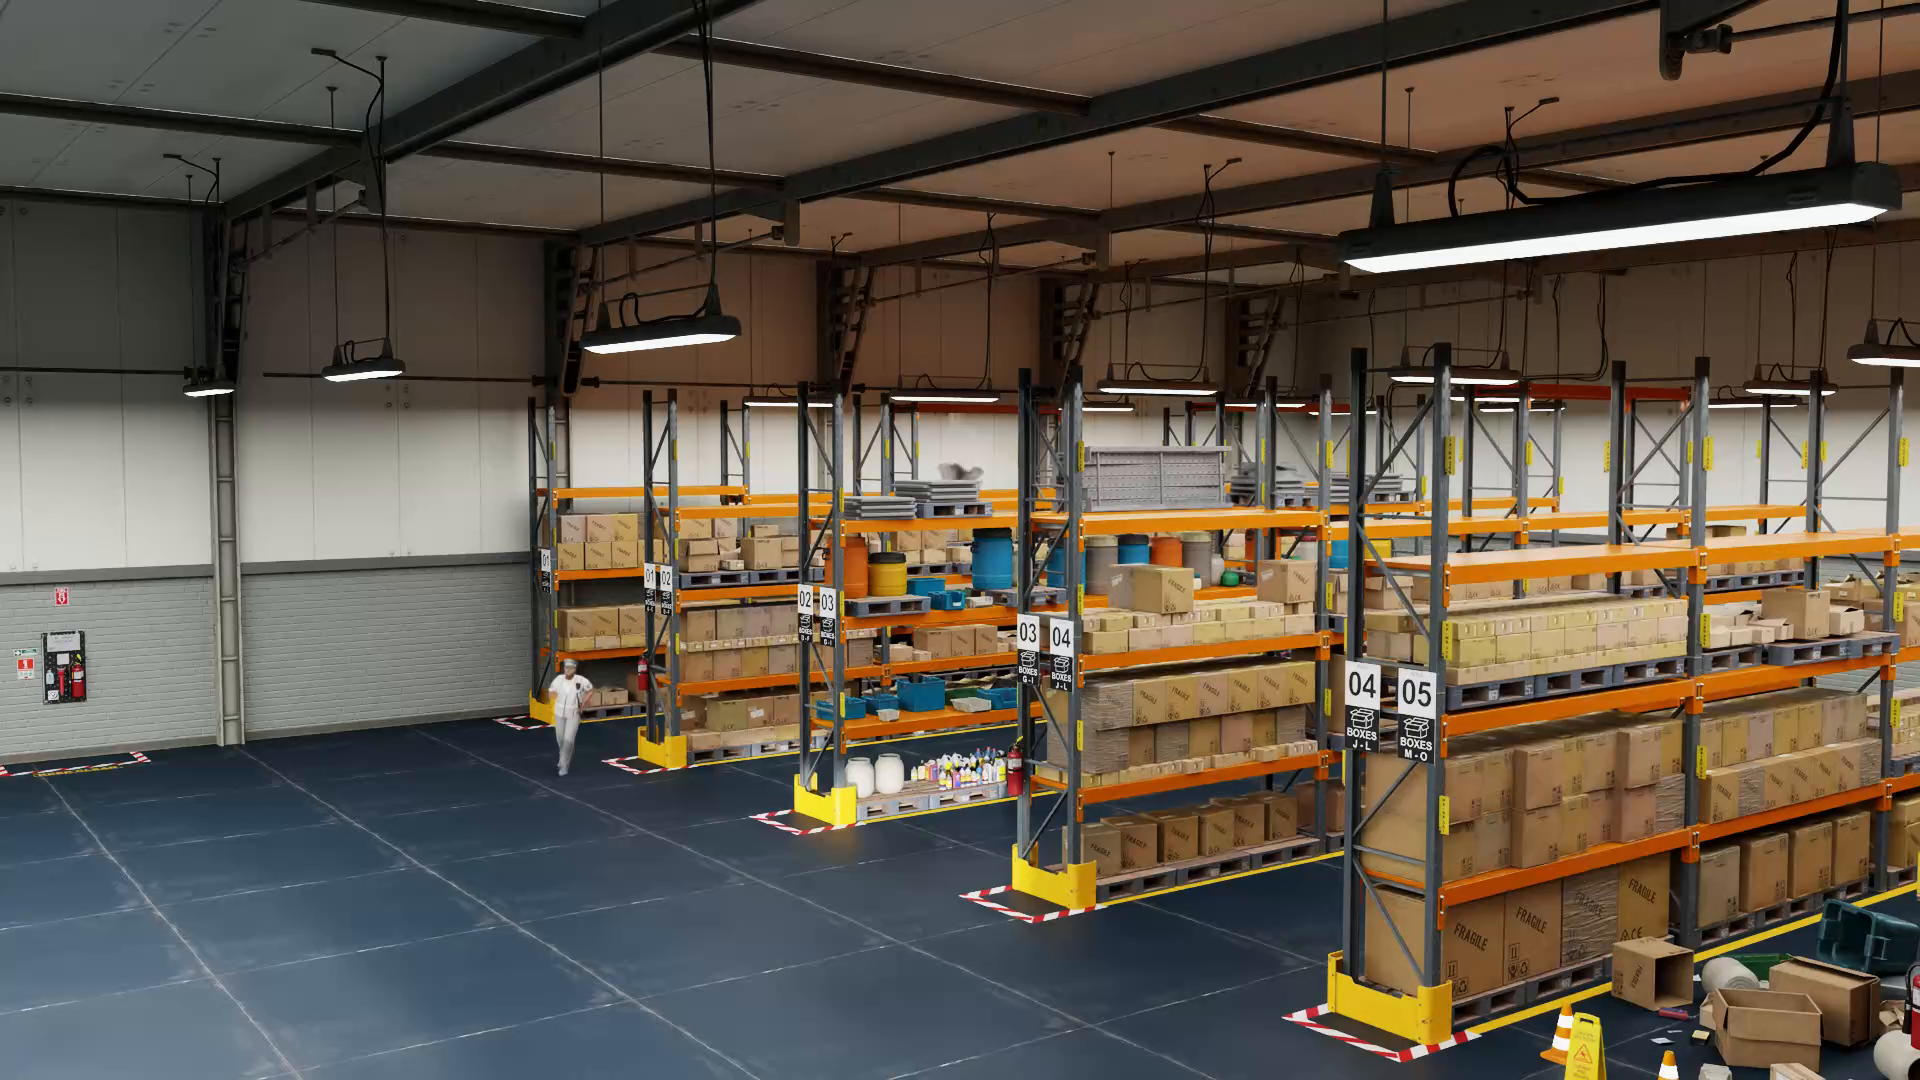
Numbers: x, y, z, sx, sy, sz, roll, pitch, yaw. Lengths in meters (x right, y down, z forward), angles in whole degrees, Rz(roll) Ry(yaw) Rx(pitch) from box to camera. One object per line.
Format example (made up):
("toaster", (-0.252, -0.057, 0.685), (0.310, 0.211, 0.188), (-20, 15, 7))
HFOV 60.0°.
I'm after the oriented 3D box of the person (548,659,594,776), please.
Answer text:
("person", (-6.107, 2.760, 26.000), (0.659, 1.857, 0.773), (0, 3, 6))
